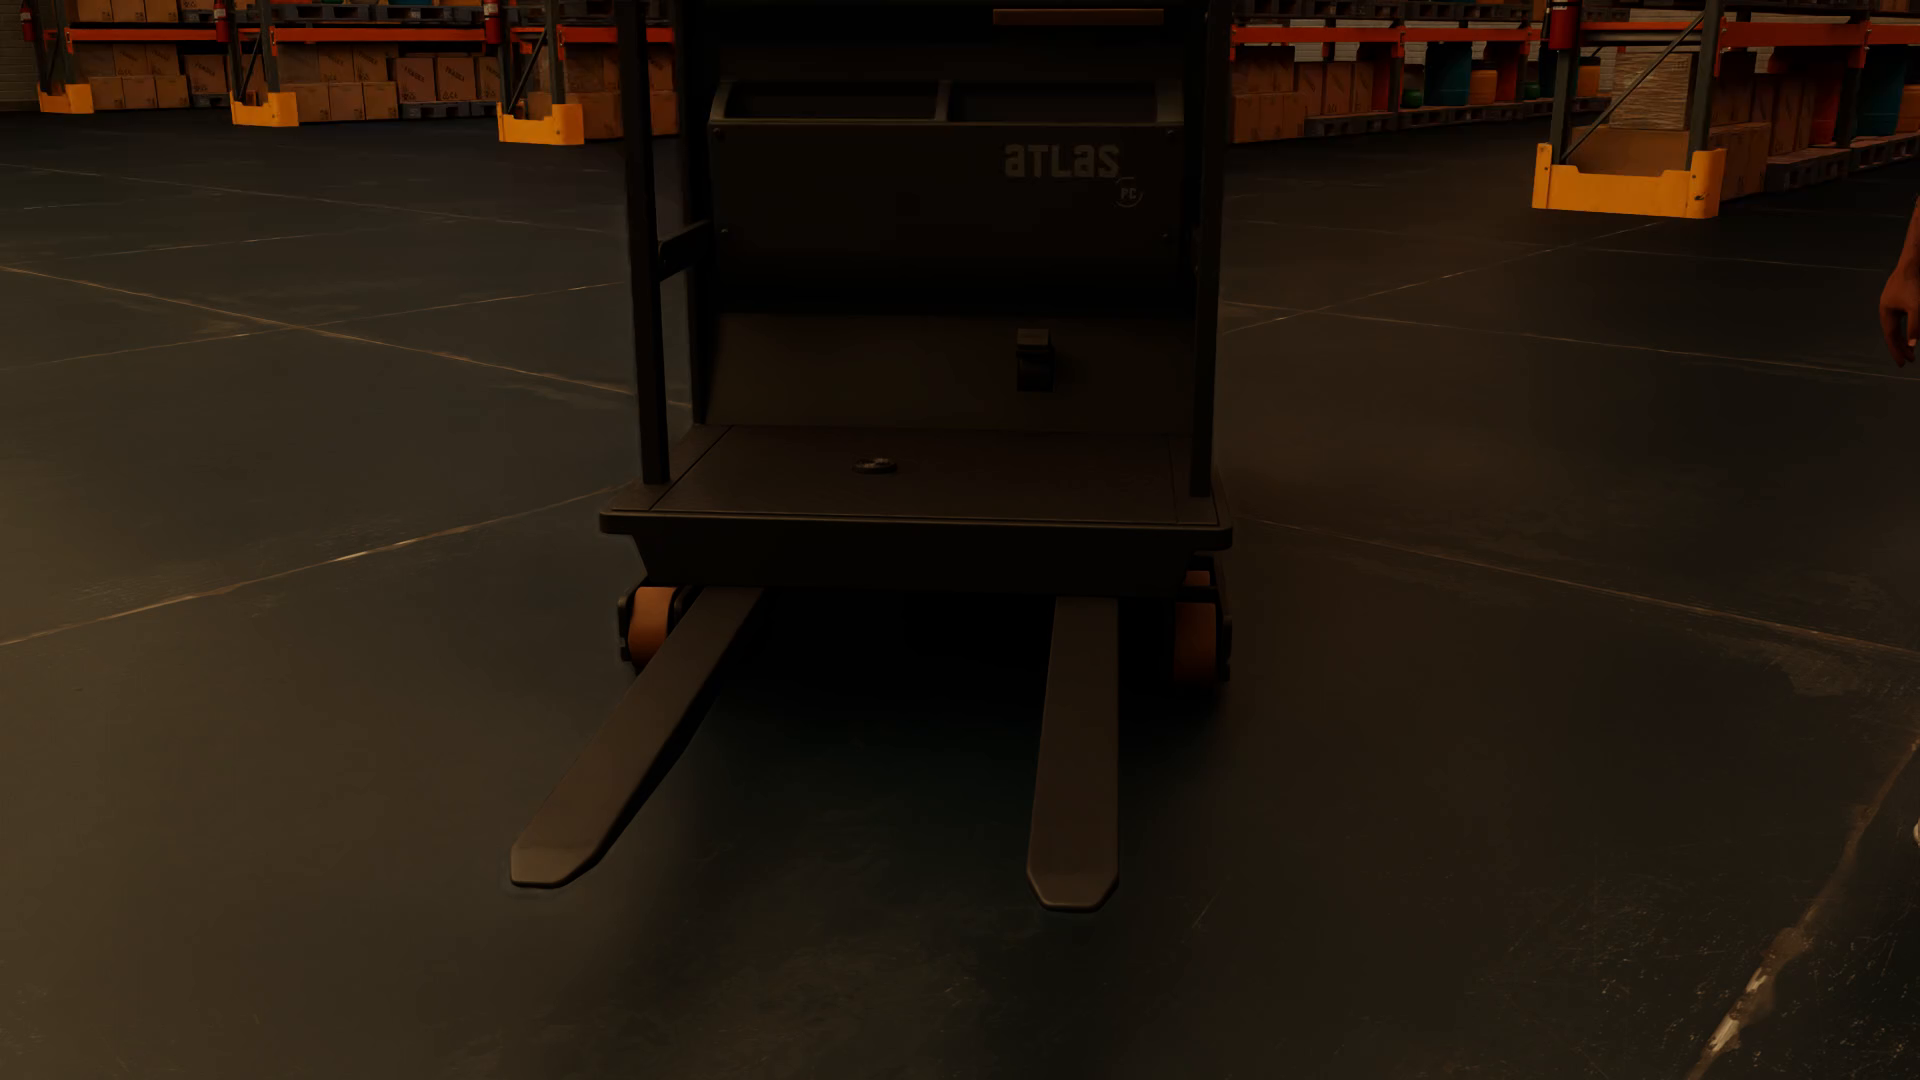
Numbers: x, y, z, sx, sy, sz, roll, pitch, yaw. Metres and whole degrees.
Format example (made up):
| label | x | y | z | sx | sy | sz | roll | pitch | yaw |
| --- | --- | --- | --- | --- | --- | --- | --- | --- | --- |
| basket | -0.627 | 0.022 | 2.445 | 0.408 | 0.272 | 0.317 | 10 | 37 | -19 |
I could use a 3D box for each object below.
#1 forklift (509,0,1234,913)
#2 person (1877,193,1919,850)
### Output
| label | x | y | z | sx | sy | sz | roll | pitch | yaw |
| --- | --- | --- | --- | --- | --- | --- | --- | --- | --- |
| forklift | -0.043 | -1.229 | 2.946 | 1.130 | 2.935 | 3.031 | 2 | 17 | 5 |
| person | 1.602 | -0.297 | 2.139 | 0.787 | 1.630 | 0.403 | 14 | 22 | 38 |
